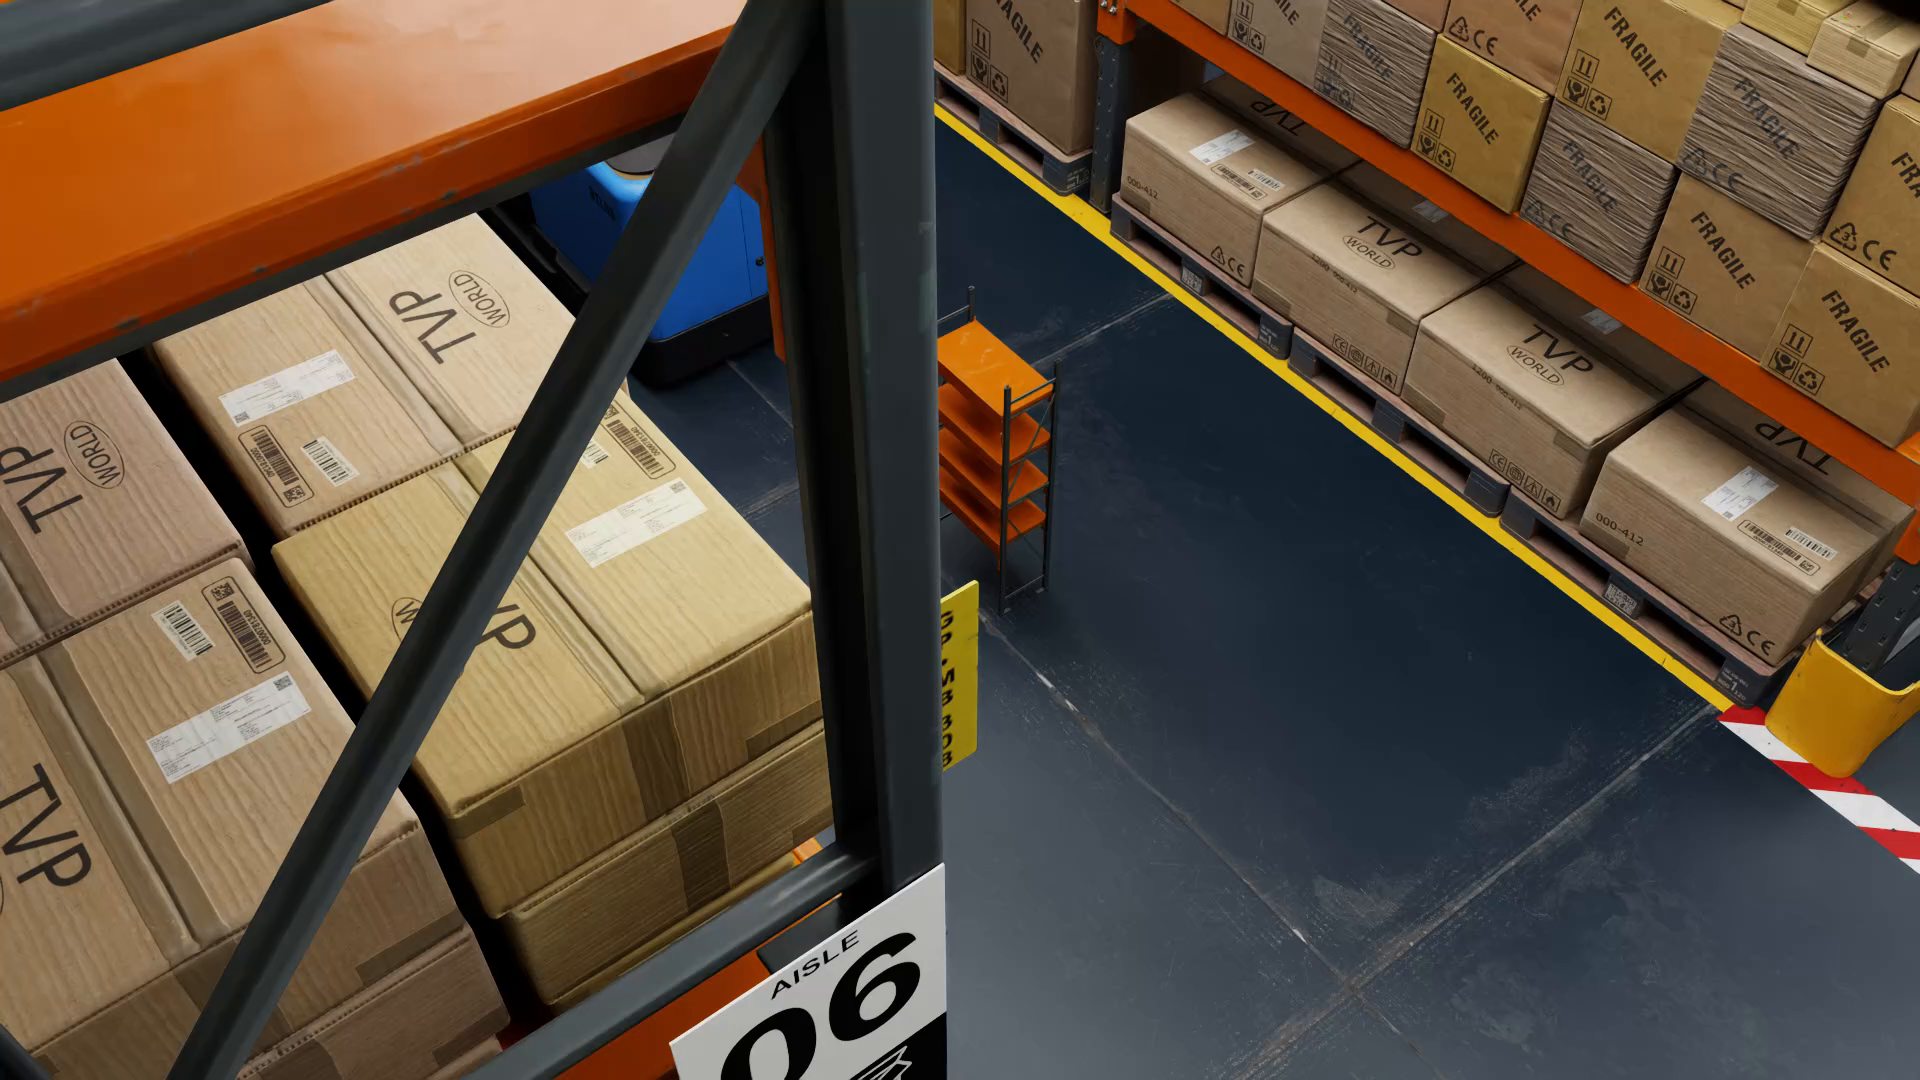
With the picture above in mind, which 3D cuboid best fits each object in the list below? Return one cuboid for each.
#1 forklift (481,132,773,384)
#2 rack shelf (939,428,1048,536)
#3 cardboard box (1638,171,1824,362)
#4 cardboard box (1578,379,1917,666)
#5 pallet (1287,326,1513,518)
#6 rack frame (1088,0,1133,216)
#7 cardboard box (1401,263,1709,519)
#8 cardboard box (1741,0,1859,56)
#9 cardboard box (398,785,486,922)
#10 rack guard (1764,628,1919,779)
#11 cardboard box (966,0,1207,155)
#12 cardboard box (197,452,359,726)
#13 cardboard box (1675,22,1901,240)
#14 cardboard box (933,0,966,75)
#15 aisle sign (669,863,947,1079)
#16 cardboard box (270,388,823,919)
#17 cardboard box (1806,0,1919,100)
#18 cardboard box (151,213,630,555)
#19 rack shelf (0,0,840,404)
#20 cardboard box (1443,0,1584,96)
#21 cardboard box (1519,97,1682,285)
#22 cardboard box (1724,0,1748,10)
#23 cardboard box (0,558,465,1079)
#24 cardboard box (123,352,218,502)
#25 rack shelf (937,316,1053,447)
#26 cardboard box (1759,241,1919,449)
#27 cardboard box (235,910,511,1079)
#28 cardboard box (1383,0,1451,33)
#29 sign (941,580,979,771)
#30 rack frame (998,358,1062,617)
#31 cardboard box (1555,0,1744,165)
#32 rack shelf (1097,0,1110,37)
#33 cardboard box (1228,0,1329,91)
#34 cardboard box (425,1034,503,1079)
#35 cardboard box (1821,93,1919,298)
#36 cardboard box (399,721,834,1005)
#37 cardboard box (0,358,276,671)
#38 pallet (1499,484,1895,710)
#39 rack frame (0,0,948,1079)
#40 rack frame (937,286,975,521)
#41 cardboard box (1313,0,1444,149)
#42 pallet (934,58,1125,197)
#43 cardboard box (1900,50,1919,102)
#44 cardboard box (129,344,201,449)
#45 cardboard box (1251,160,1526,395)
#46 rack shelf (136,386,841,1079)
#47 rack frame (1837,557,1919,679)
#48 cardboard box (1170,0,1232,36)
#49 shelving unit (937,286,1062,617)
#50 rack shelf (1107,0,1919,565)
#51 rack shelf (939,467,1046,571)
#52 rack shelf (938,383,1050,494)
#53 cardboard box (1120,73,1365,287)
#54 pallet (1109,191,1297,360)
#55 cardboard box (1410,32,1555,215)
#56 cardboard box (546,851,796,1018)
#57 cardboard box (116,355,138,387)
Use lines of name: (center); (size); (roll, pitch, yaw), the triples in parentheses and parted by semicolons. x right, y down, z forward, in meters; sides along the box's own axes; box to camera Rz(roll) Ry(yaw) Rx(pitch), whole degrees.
forklift: (-1.806, -2.720, 7.236); (1.130, 2.935, 3.031); (-29, 54, -24)
rack shelf: (0.100, -0.260, 6.266); (0.258, 0.148, 0.480); (-29, 54, -24)
cardboard box: (2.702, -1.010, 5.572); (0.500, 0.500, 0.500); (-30, 55, -25)
cardboard box: (3.017, -0.133, 6.291); (0.875, 0.438, 0.875); (-31, 55, -25)
pallet: (2.215, -0.727, 7.265); (1.003, 0.211, 1.213); (-29, 54, -24)
rack frame: (1.074, -2.867, 7.323); (1.000, 3.000, 0.127); (-29, 54, -24)
cardboard box: (2.456, -0.669, 6.776); (0.875, 0.438, 0.875); (-28, 54, -23)
cardboard box: (2.604, -1.637, 5.028); (0.380, 0.149, 0.250); (-28, 54, -23)
cardboard box: (-0.640, 0.363, 2.540); (0.380, 0.149, 0.250); (-28, 54, -23)
rack guard: (3.511, 0.346, 6.098); (1.175, 0.500, 0.348); (-29, 54, -24)
cardboard box: (0.635, -2.624, 8.253); (0.875, 0.875, 0.875); (-28, 54, -23)
cardboard box: (-0.827, -0.011, 2.610); (0.500, 0.250, 0.500); (-28, 54, -23)
cardboard box: (2.675, -1.350, 5.206); (0.500, 0.500, 0.500); (-29, 54, -24)
cardboard box: (0.082, -3.153, 8.733); (0.875, 0.875, 0.875); (-28, 54, -23)
aisle sign: (-0.177, 0.756, 2.284); (0.394, 0.787, 0.004); (-29, 54, -24)
cardboard box: (-0.521, 0.122, 2.152); (0.500, 0.250, 0.500); (-30, 54, -24)
cardboard box: (2.723, -1.470, 4.877); (0.380, 0.149, 0.250); (-30, 54, -24)
cardboard box: (-0.814, -0.187, 2.432); (0.500, 0.250, 0.500); (-30, 54, -24)
rack shelf: (-1.663, -1.231, 2.278); (1.077, 0.370, 4.000); (-29, 54, -24)
cardboard box: (2.075, -1.940, 5.741); (0.500, 0.500, 0.500); (-30, 54, -24)
cardboard box: (2.382, -1.309, 5.843); (0.500, 0.500, 0.500); (-28, 54, -23)
cardboard box: (2.502, -1.823, 5.197); (0.380, 0.149, 0.250); (-30, 54, -24)
cardboard box: (-0.943, 0.359, 1.937); (0.500, 0.250, 0.500); (-31, 55, -25)
cardboard box: (-1.127, -0.318, 2.888); (0.500, 0.250, 0.500); (-31, 55, -25)
rack shelf: (0.100, -0.569, 5.925); (0.258, 0.148, 0.480); (-29, 54, -24)
cardboard box: (2.993, -0.707, 5.298); (0.500, 0.500, 0.500); (-29, 54, -24)
cardboard box: (-0.938, 0.524, 2.125); (0.500, 0.250, 0.500); (-30, 55, -25)
cardboard box: (1.772, -2.239, 6.011); (0.500, 0.500, 0.500); (-28, 54, -23)
sign: (-0.020, 0.176, 1.950); (0.100, 0.325, 0.005); (-29, 54, -24)
rack frame: (0.248, -0.162, 6.085); (0.240, 1.200, 0.015); (-29, 54, -24)
cardboard box: (2.378, -1.643, 5.471); (0.500, 0.500, 0.500); (-30, 54, -24)
rack shelf: (-0.137, -3.804, 8.659); (1.077, 0.370, 4.000); (-29, 54, -24)
cardboard box: (1.451, -2.207, 6.658); (0.500, 0.500, 0.500); (-29, 54, -24)
cardboard box: (-0.830, 0.713, 2.223); (0.380, 0.149, 0.250); (-28, 54, -23)
cardboard box: (3.015, -1.055, 4.938); (0.500, 0.500, 0.500); (-28, 54, -23)
cardboard box: (-0.503, 0.280, 2.347); (0.500, 0.250, 0.500); (-30, 54, -24)
cardboard box: (-1.258, 0.052, 2.215); (0.500, 0.250, 0.500); (-31, 55, -25)
pallet: (2.950, -0.008, 6.613); (1.003, 0.211, 1.213); (-29, 54, -24)
rack frame: (-0.452, -0.294, 0.942); (1.000, 3.000, 0.127); (-29, 54, -24)
rack frame: (-0.047, -0.449, 6.346); (0.240, 1.200, 0.015); (-29, 54, -24)
cardboard box: (1.747, -1.911, 6.389); (0.500, 0.500, 0.500); (-29, 54, -24)
pallet: (0.547, -2.351, 8.738); (1.003, 0.211, 1.213); (-29, 54, -24)
cardboard box: (2.947, -1.356, 4.773); (0.380, 0.149, 0.250); (-28, 54, -23)
cardboard box: (-1.129, -0.477, 2.695); (0.500, 0.250, 0.500); (-30, 55, -25)
cardboard box: (1.911, -1.201, 7.259); (0.875, 0.438, 0.875); (-31, 55, -25)
rack shelf: (-1.663, -0.224, 3.388); (1.077, 0.370, 4.000); (-29, 54, -24)
rack frame: (3.496, -0.508, 5.185); (1.000, 3.000, 0.127); (-29, 54, -24)
cardboard box: (1.150, -2.506, 6.929); (0.500, 0.500, 0.500); (-28, 54, -23)
shelving unit: (0.100, -0.305, 6.216); (0.258, 1.200, 0.503); (-29, 54, -24)
rack shelf: (2.285, -1.446, 6.520); (1.077, 0.370, 4.000); (-29, 54, -24)
rack shelf: (0.100, -0.127, 6.413); (0.258, 0.148, 0.480); (-29, 54, -24)
rack shelf: (0.100, -0.410, 6.100); (0.258, 0.148, 0.480); (-29, 54, -24)
cardboard box: (1.369, -1.729, 7.737); (0.875, 0.438, 0.875); (-30, 54, -24)
pallet: (1.472, -1.446, 7.918); (1.003, 0.211, 1.213); (-29, 54, -24)
cardboard box: (2.059, -1.607, 6.114); (0.500, 0.500, 0.500); (-28, 54, -23)
cardboard box: (-0.460, 0.505, 2.411); (0.380, 0.149, 0.250); (-28, 54, -23)
cardboard box: (-1.459, -0.613, 3.156); (0.500, 0.250, 0.500); (-30, 55, -25)
